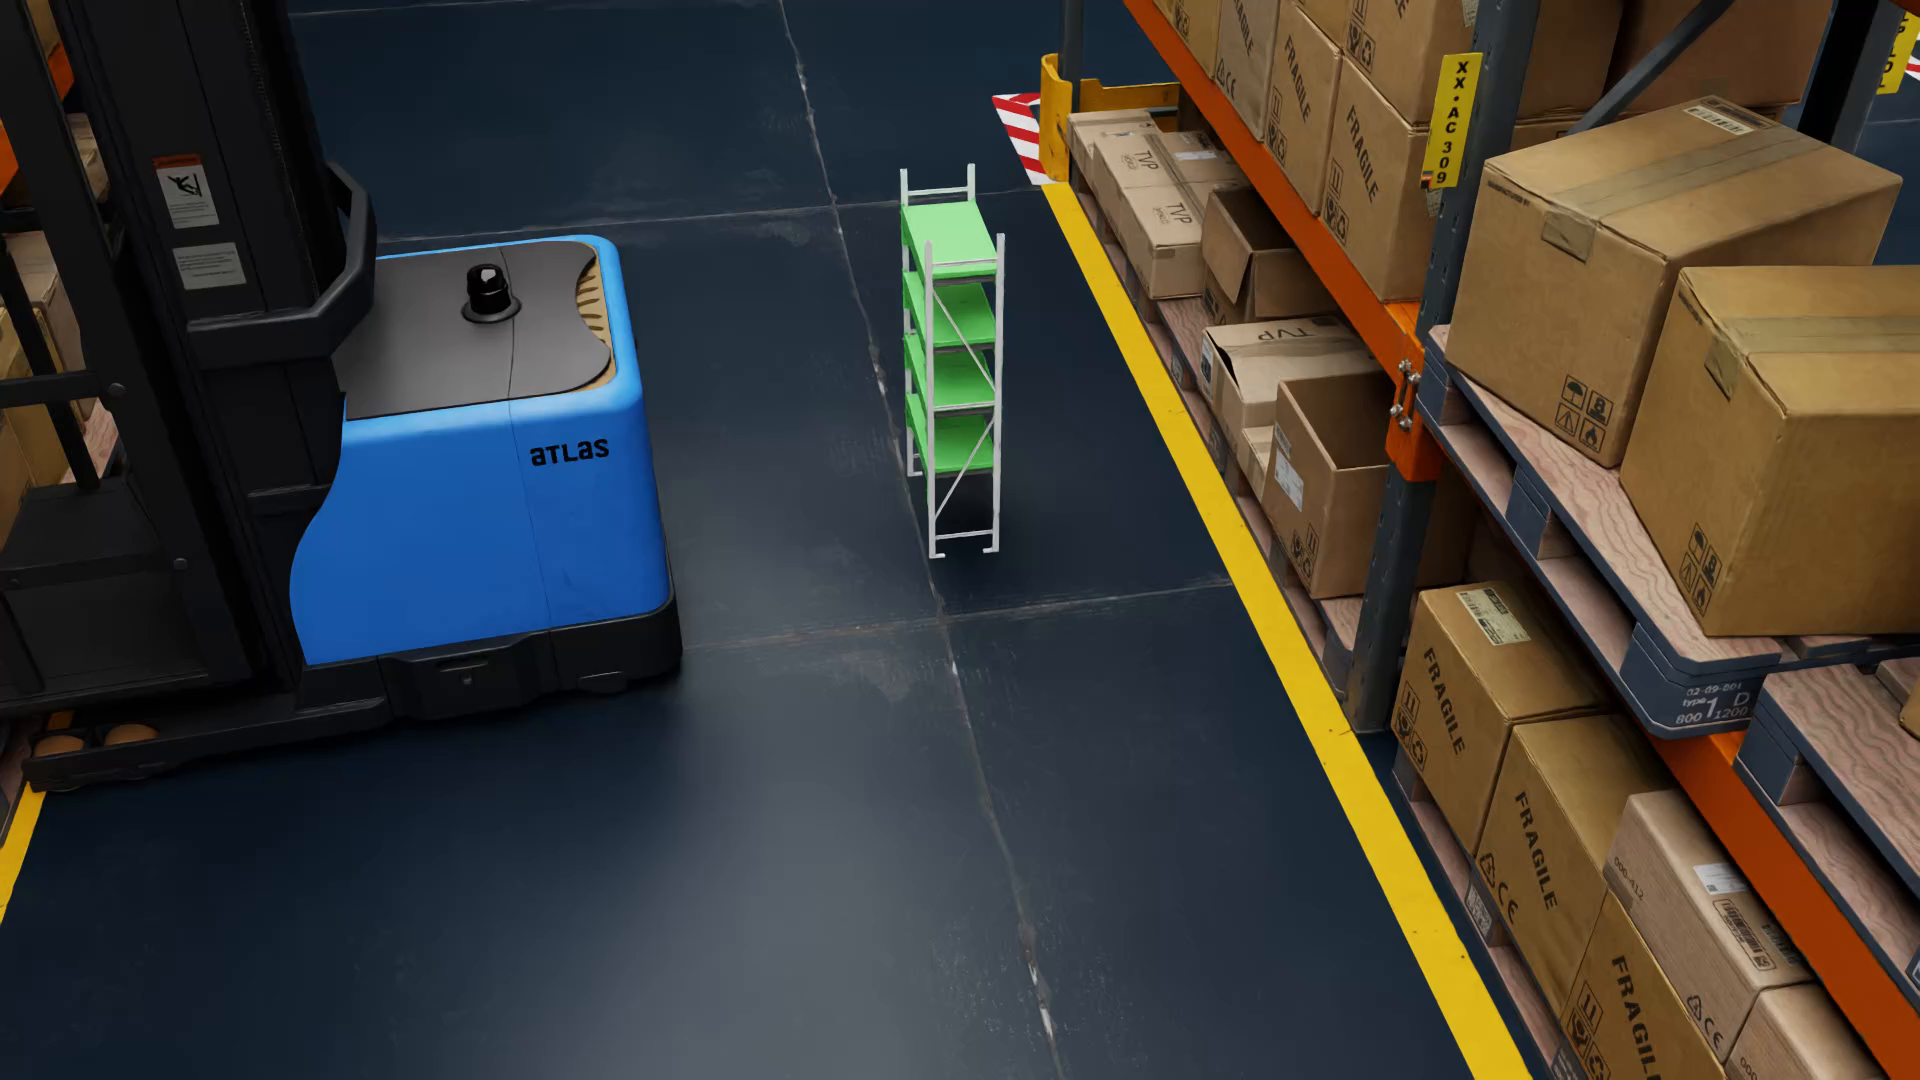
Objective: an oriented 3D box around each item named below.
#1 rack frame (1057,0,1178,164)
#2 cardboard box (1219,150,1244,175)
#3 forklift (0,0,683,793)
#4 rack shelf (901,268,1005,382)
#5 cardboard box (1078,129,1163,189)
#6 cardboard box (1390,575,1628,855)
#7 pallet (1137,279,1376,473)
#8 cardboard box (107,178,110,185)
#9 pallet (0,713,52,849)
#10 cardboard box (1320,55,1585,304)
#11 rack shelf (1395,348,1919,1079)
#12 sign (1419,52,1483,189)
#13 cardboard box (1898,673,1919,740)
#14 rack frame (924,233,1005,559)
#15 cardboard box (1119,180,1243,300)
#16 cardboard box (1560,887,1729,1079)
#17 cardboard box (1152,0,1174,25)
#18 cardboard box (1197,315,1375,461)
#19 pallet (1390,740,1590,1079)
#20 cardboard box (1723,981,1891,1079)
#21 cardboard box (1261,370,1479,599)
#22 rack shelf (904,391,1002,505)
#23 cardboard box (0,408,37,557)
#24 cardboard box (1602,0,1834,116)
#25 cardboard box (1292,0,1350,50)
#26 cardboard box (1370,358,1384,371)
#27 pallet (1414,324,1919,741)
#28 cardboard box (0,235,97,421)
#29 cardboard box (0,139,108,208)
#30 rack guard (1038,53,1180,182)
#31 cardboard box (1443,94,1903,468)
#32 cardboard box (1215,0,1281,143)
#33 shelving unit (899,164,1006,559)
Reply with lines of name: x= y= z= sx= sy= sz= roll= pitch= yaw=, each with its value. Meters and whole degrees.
rack frame: x=0.967 y=-3.102 z=7.298 sx=1.000 sy=3.000 sz=0.127 roll=-6 pitch=38 yaw=-8
cardboard box: x=1.288 y=-1.601 z=7.316 sx=0.380 sy=0.166 sz=0.250 roll=-6 pitch=38 yaw=-8
forklift: x=-2.438 y=-0.788 z=4.375 sx=3.031 sy=2.935 sz=1.130 roll=-9 pitch=39 yaw=-11
rack shelf: x=-0.029 y=-0.713 z=5.403 sx=0.258 sy=0.148 sz=0.480 roll=-6 pitch=38 yaw=-8
cardboard box: x=0.746 y=-1.716 z=7.465 sx=0.380 sy=0.166 sz=0.250 roll=-6 pitch=38 yaw=-8
cardboard box: x=1.514 y=0.446 z=4.410 sx=0.500 sy=0.500 sz=0.500 roll=-8 pitch=39 yaw=-10
pallet: x=1.332 y=-0.738 z=6.528 sx=1.003 sy=0.211 sz=1.213 roll=-6 pitch=38 yaw=-8
cardboard box: x=-3.688 y=-1.334 z=6.717 sx=0.700 sy=0.500 sz=0.500 roll=-6 pitch=38 yaw=-8
pallet: x=-3.264 y=0.482 z=4.957 sx=1.003 sy=0.211 sz=1.213 roll=-6 pitch=38 yaw=-8
cardboard box: x=1.328 y=-1.000 z=4.511 sx=0.500 sy=0.500 sz=0.500 roll=-6 pitch=38 yaw=-7
rack shelf: x=2.019 y=0.806 z=2.854 sx=1.077 sy=0.370 sz=4.000 roll=-6 pitch=38 yaw=-8
sign: x=1.136 y=-0.965 z=3.841 sx=0.100 sy=0.325 sz=0.005 roll=-6 pitch=38 yaw=-8
cardboard box: x=2.039 y=0.169 z=2.664 sx=0.700 sy=0.500 sz=0.500 roll=-16 pitch=41 yaw=-19
rack frame: x=0.014 y=-0.426 z=5.321 sx=0.240 sy=1.200 sz=0.015 roll=-6 pitch=38 yaw=-8
cardboard box: x=0.959 y=-1.227 z=6.767 sx=0.500 sy=0.250 sz=0.500 roll=-6 pitch=38 yaw=-8
cardboard box: x=1.698 y=1.069 z=3.608 sx=0.500 sy=0.500 sz=0.500 roll=-6 pitch=38 yaw=-7
cardboard box: x=0.967 y=-2.231 z=6.095 sx=0.500 sy=0.500 sz=0.500 roll=-6 pitch=38 yaw=-8
cardboard box: x=1.158 y=-0.565 z=5.865 sx=0.500 sy=0.311 sz=0.500 roll=-6 pitch=38 yaw=-8
pallet: x=1.849 y=0.902 z=4.417 sx=1.003 sy=0.211 sz=1.213 roll=-6 pitch=38 yaw=-8
cardboard box: x=1.777 y=1.056 z=3.013 sx=0.500 sy=0.250 sz=0.500 roll=-7 pitch=38 yaw=-9
cardboard box: x=1.290 y=-0.186 z=5.224 sx=0.500 sy=0.500 sz=0.500 roll=-6 pitch=38 yaw=-8
rack shelf: x=-0.029 y=-0.334 z=5.697 sx=0.258 sy=0.148 sz=0.480 roll=-6 pitch=38 yaw=-8
cardboard box: x=-3.323 y=-0.096 z=5.124 sx=0.700 sy=0.500 sz=0.500 roll=-7 pitch=38 yaw=-8
cardboard box: x=1.863 y=-1.435 z=4.256 sx=0.500 sy=0.500 sz=0.500 roll=-5 pitch=38 yaw=-7
cardboard box: x=1.233 y=-1.707 z=4.606 sx=0.500 sy=0.500 sz=0.500 roll=-7 pitch=38 yaw=-9
cardboard box: x=1.647 y=-0.539 z=5.950 sx=0.380 sy=0.166 sz=0.250 roll=-6 pitch=38 yaw=-8
pallet: x=1.701 y=-0.116 z=3.611 sx=1.003 sy=0.211 sz=1.213 roll=-6 pitch=38 yaw=-8
cardboard box: x=-3.511 y=-0.728 z=5.937 sx=0.700 sy=0.500 sz=0.500 roll=-7 pitch=38 yaw=-9
cardboard box: x=-3.440 y=-1.378 z=6.245 sx=0.380 sy=0.149 sz=0.250 roll=-5 pitch=38 yaw=-7
rack guard: x=0.981 y=-2.069 z=8.006 sx=1.175 sy=0.500 sz=0.348 roll=-6 pitch=38 yaw=-8
cardboard box: x=1.532 y=-0.581 z=3.629 sx=0.700 sy=0.500 sz=0.500 roll=-19 pitch=42 yaw=-23
cardboard box: x=1.144 y=-1.621 z=5.310 sx=0.500 sy=0.500 sz=0.500 roll=-5 pitch=38 yaw=-7
shelving unit: x=-0.029 y=-0.574 z=5.511 sx=0.258 sy=1.200 sz=0.503 roll=-6 pitch=38 yaw=-8
